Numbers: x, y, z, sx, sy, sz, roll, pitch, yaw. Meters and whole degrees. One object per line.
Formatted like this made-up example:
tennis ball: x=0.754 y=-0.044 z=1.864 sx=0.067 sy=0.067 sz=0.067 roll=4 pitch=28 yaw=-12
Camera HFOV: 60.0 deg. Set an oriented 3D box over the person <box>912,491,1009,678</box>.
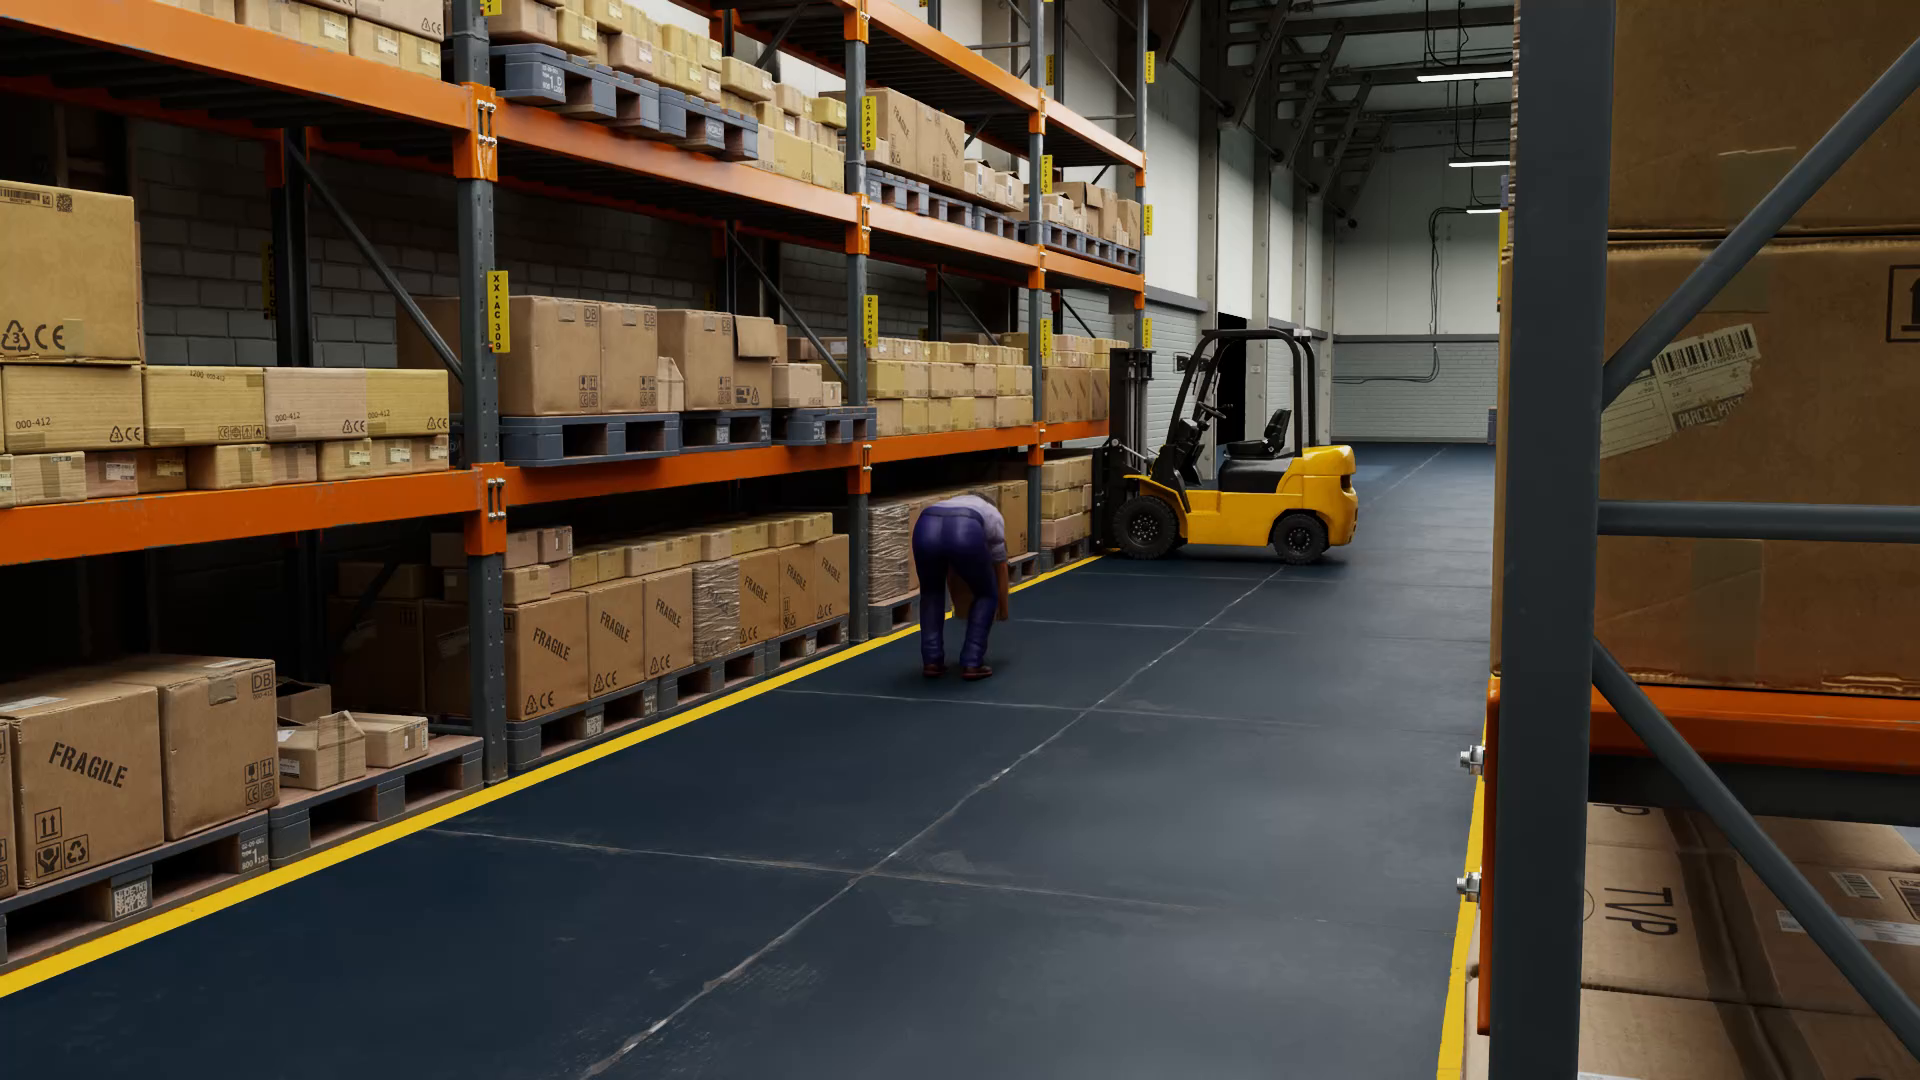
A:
person: x=0.020 y=0.253 z=9.518 sx=0.460 sy=1.020 sz=0.907 roll=2 pitch=6 yaw=16
